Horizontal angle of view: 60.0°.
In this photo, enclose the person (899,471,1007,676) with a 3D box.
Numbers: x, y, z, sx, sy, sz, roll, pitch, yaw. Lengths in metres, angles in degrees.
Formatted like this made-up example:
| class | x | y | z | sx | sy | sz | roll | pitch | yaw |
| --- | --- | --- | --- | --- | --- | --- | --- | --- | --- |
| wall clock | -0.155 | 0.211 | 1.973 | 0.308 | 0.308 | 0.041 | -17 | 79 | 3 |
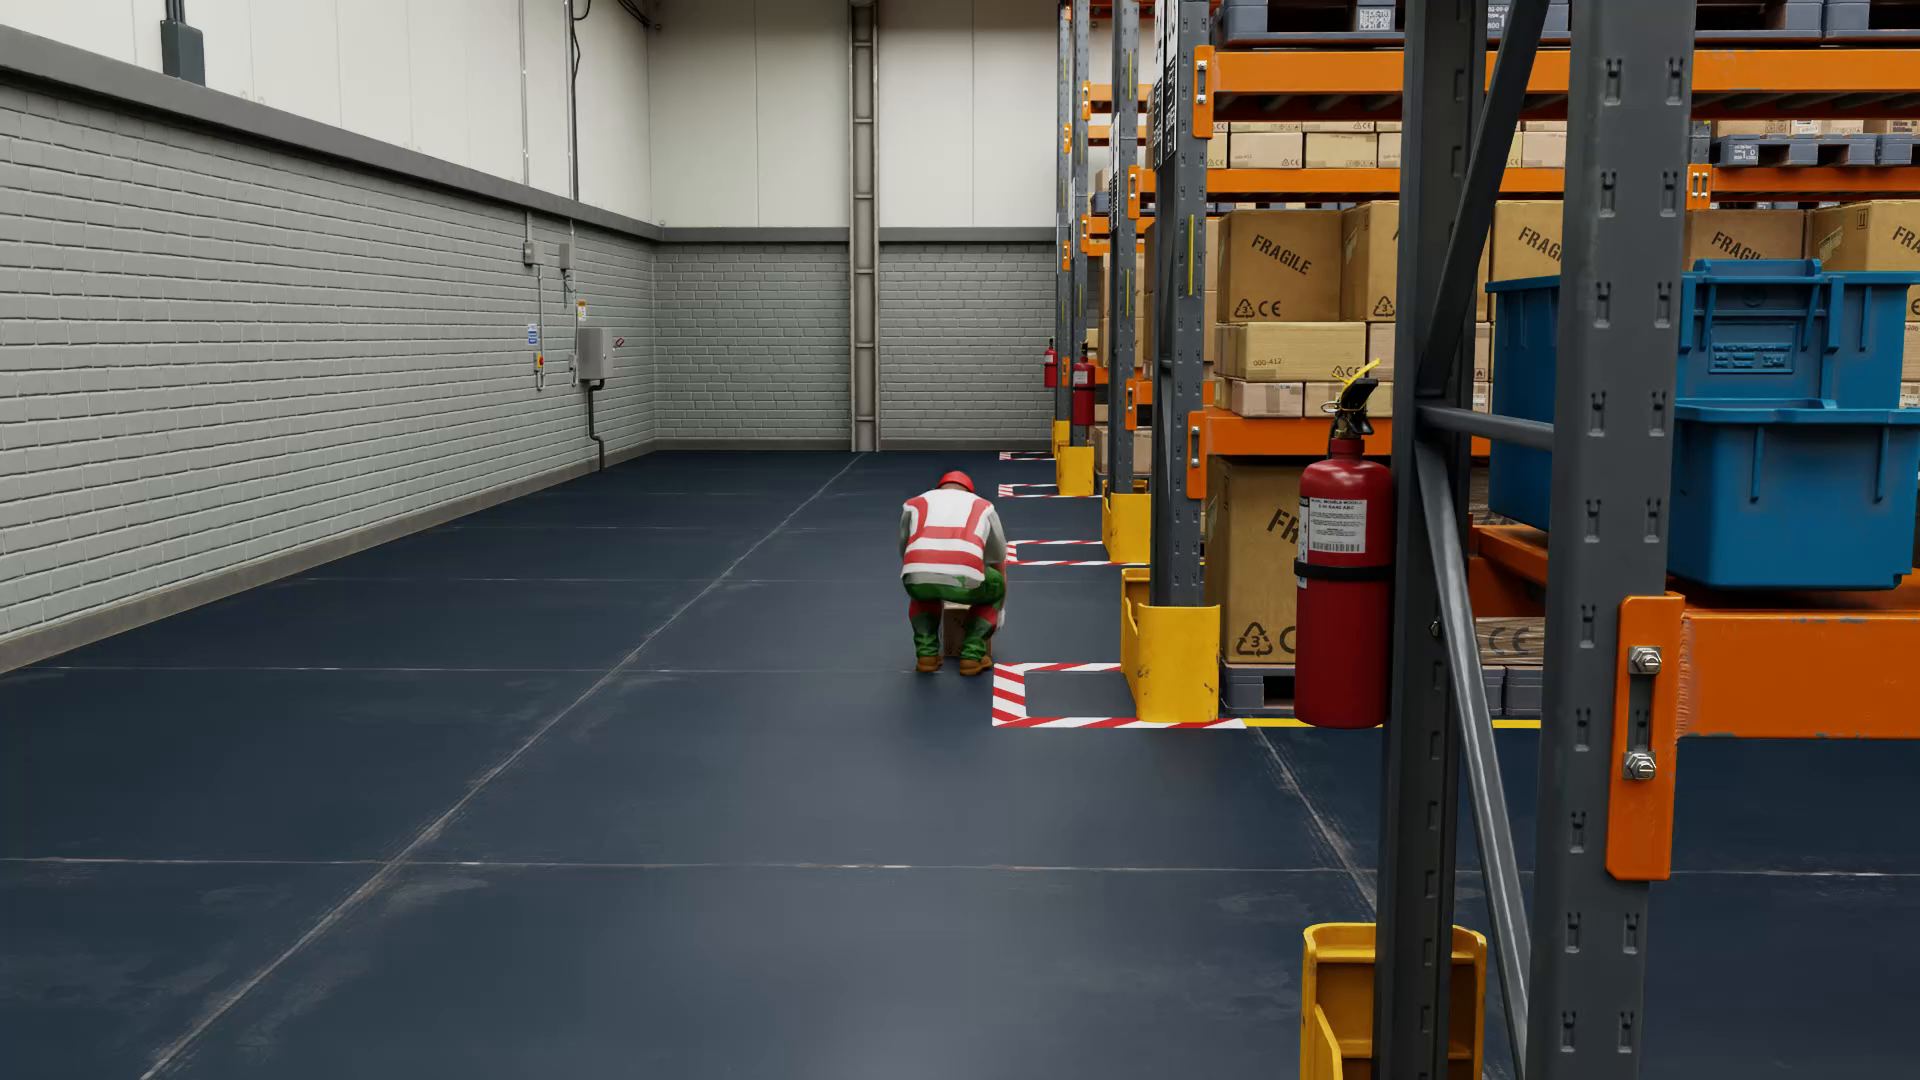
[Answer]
| class | x | y | z | sx | sy | sz | roll | pitch | yaw |
| --- | --- | --- | --- | --- | --- | --- | --- | --- | --- |
| person | -0.055 | 0.157 | 8.300 | 0.571 | 0.954 | 0.895 | 2 | 7 | 13 |
